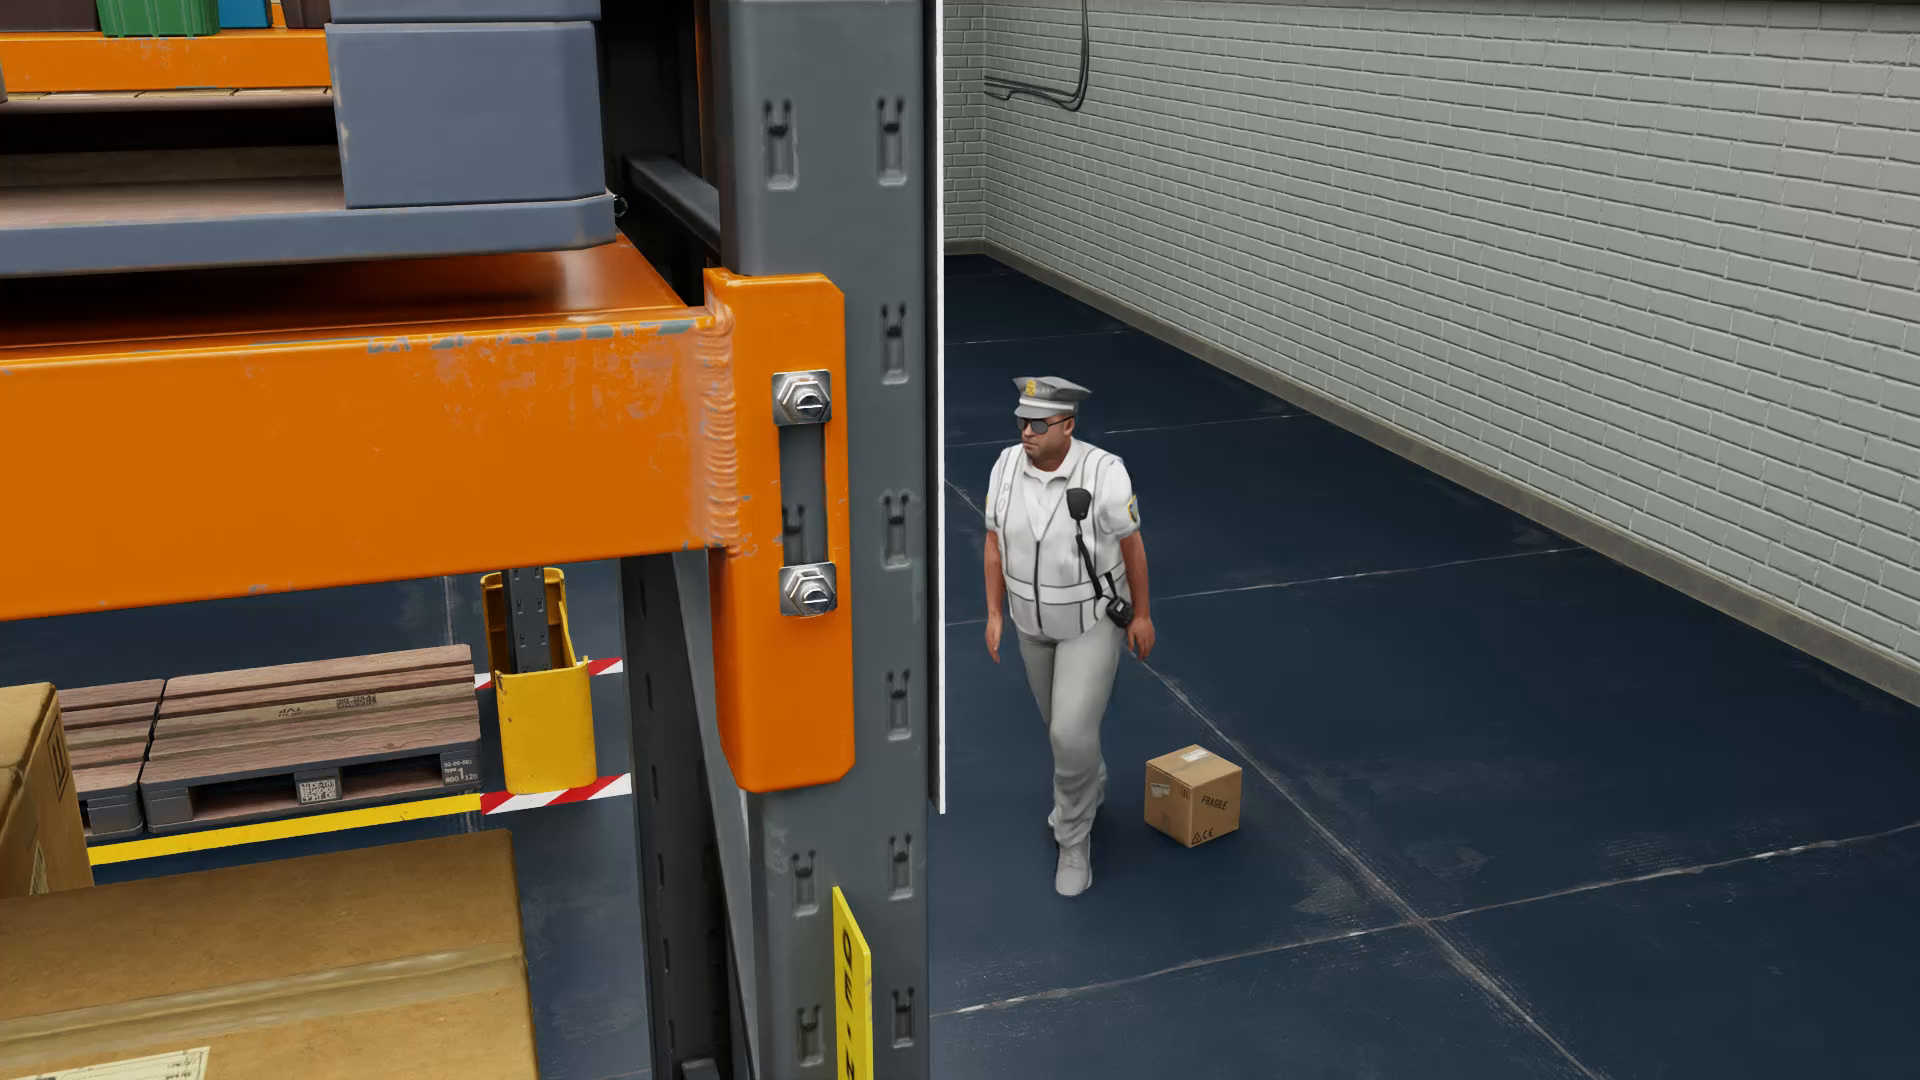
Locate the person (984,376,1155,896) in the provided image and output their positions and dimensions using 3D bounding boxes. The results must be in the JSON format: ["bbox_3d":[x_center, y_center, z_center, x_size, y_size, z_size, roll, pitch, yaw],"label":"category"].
[{"bbox_3d":[0.360,0.282,5.778,0.569,1.804,0.630,12,23,32],"label":"person"}]
